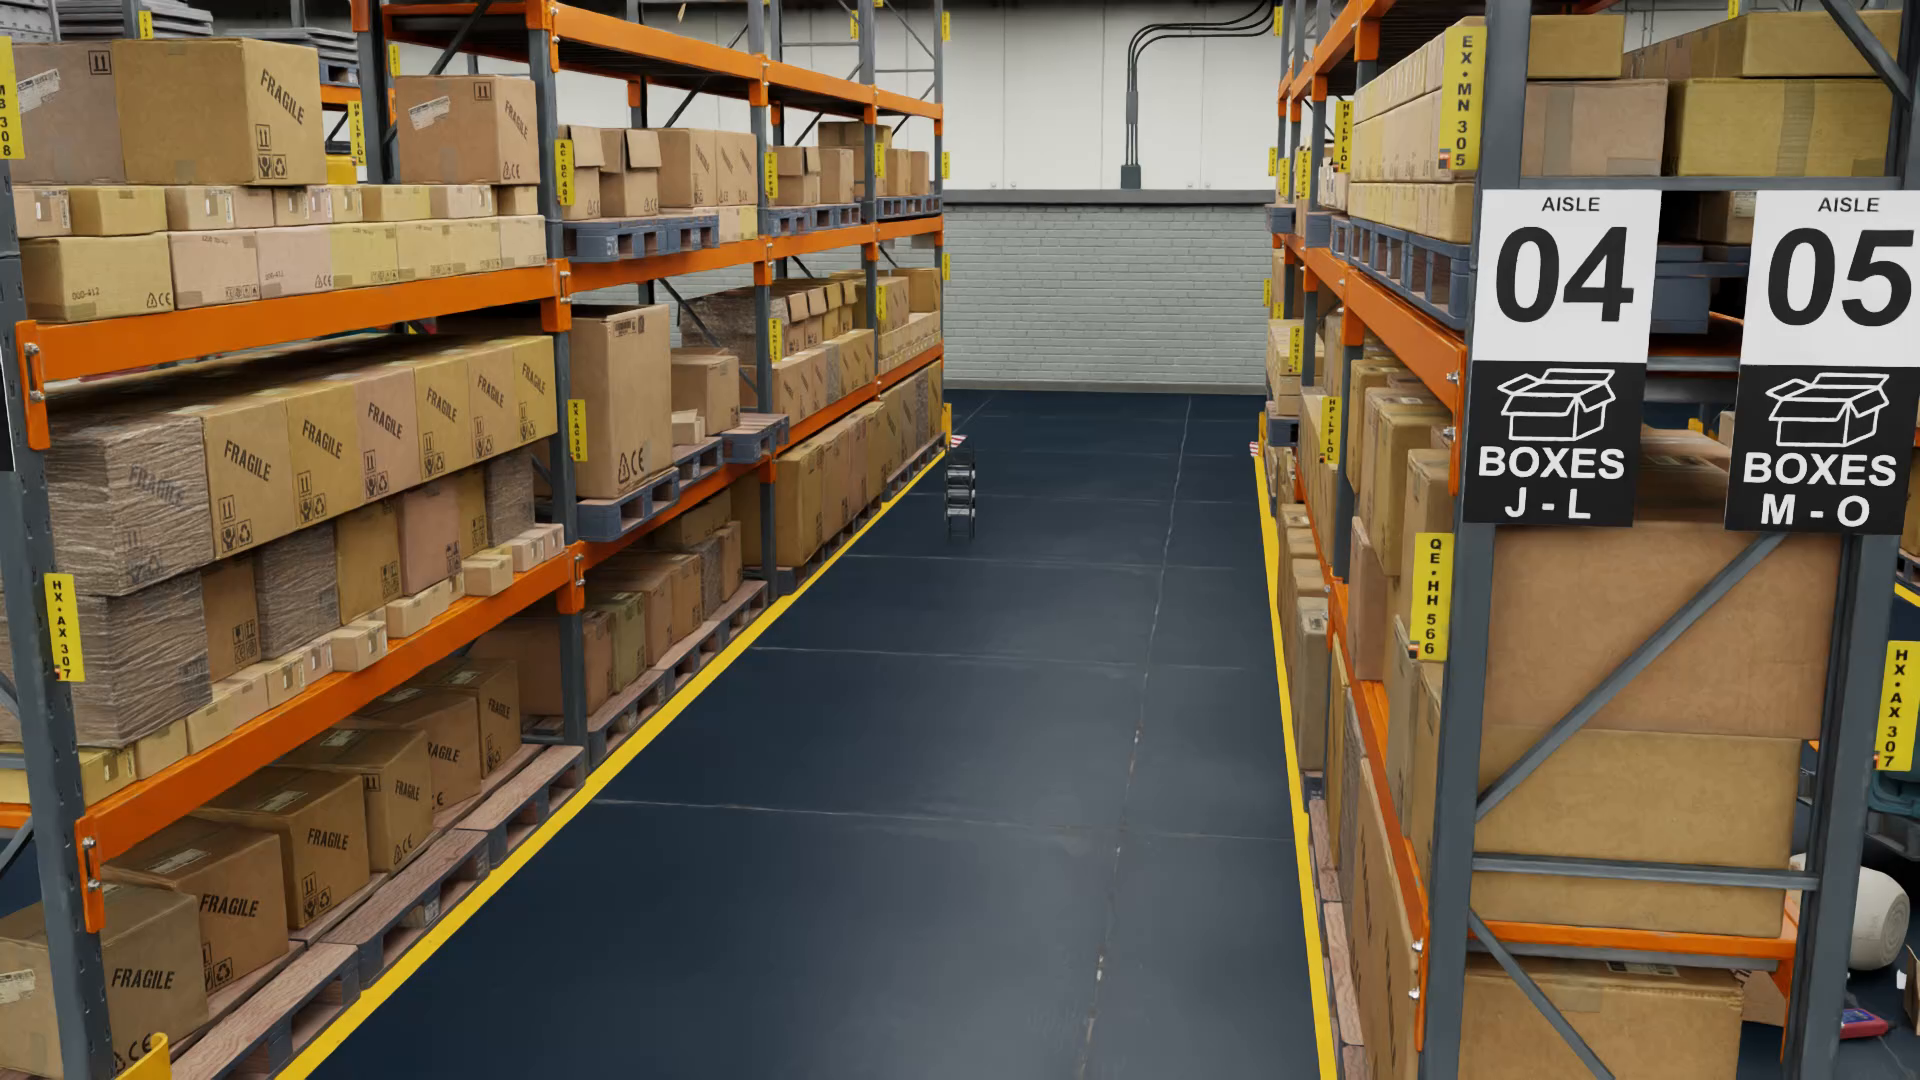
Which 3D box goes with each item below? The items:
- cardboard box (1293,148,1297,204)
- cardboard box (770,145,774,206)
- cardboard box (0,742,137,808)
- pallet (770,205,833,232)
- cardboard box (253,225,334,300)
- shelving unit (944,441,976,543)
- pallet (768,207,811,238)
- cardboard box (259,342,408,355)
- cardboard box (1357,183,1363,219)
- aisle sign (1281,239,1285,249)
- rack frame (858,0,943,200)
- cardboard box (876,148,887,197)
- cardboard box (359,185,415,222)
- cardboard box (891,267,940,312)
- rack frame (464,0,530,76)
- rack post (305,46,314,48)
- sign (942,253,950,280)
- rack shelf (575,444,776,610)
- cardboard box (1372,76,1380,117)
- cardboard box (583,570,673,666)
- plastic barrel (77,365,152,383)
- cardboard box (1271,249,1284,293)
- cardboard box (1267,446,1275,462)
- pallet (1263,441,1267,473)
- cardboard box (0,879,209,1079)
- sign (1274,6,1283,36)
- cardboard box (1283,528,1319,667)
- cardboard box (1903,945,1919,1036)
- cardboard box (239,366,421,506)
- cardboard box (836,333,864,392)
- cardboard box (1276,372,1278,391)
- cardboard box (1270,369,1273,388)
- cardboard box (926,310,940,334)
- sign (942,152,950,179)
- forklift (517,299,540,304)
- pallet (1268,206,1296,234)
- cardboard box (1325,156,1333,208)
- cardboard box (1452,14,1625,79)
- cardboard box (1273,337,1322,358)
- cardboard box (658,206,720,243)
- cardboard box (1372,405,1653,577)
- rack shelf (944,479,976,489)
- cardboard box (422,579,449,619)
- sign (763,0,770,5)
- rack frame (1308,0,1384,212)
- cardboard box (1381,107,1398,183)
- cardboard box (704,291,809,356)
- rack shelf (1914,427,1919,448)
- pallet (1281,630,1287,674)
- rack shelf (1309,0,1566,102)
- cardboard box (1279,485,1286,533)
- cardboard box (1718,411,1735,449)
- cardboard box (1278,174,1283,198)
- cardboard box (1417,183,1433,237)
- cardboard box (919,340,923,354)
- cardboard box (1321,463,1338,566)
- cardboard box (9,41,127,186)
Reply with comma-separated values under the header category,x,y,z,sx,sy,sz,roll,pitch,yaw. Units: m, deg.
category,x,y,z,sx,sy,sz,roll,pitch,yaw
cardboard box,3.395,-3.299,15.082,0.700,0.500,0.500,2,12,9
cardboard box,-1.870,-3.035,13.858,0.500,0.500,0.500,3,12,12
cardboard box,-2.889,0.734,5.320,0.380,0.149,0.250,2,12,9
pallet,-1.723,-2.745,14.196,1.003,0.211,1.213,2,12,11
cardboard box,-2.686,-1.033,6.158,0.500,0.250,0.500,2,12,8
shelving unit,0.001,-0.442,15.163,0.258,0.900,0.210,2,12,9
pallet,-1.892,-2.512,13.116,1.213,0.211,1.003,2,12,11
cardboard box,-2.949,-0.663,7.891,0.500,0.500,0.500,2,12,9
cardboard box,1.862,-1.415,6.939,0.380,0.149,0.250,2,12,9
aisle sign,3.892,-3.782,19.508,0.394,0.787,0.004,2,12,9
rack frame,-0.708,-5.601,19.877,1.000,3.000,0.127,2,12,9
cardboard box,-1.175,-3.881,17.548,0.700,0.500,0.500,3,12,12
cardboard box,-2.516,-1.406,6.945,0.380,0.149,0.250,2,12,11
cardboard box,-0.523,-2.997,19.905,0.500,0.500,0.500,2,12,9
rack frame,-5.602,-5.761,20.622,1.000,3.000,0.127,2,12,9
rack post,-6.403,-4.258,14.837,0.937,0.300,0.954,3,13,15
sign,-0.174,-3.329,20.267,0.100,0.325,0.005,2,12,9
rack shelf,-2.246,-0.235,10.926,1.077,0.370,4.000,2,12,9
cardboard box,1.785,-1.699,6.361,0.380,0.149,0.250,2,12,9
cardboard box,-2.260,0.495,10.723,0.700,0.500,0.500,1,12,4
plastic barrel,-6.605,-1.123,13.018,0.600,0.536,0.708,2,12,9
cardboard box,3.846,-3.084,19.125,0.500,0.500,0.500,2,12,8
cardboard box,3.573,-0.935,18.239,0.380,0.149,0.250,1,12,6
pallet,4.006,-0.939,19.107,1.003,0.211,1.213,2,12,9
cardboard box,-3.056,1.550,5.874,0.500,0.500,0.500,4,13,19
sign,3.641,-5.932,19.009,0.100,0.325,0.005,2,12,9
cardboard box,2.633,0.380,10.712,1.050,0.750,0.750,2,12,10
cardboard box,3.887,1.766,6.426,0.396,0.266,0.258,4,13,18
cardboard box,-2.585,-0.438,6.846,0.500,0.500,0.500,2,12,9
cardboard box,-1.208,-1.675,15.665,0.500,0.500,0.500,2,12,10
cardboard box,2.612,-1.222,12.693,0.380,0.149,0.250,2,12,11
cardboard box,2.810,-1.344,13.968,0.380,0.149,0.250,1,12,6
cardboard box,-0.520,-2.630,19.986,0.500,0.250,0.500,2,12,8
sign,-0.174,-4.508,20.013,0.100,0.325,0.005,2,12,9
forklift,-4.252,-1.421,14.886,3.031,2.935,1.130,0,12,-1
pallet,3.205,-2.687,13.923,1.213,0.211,1.003,2,12,9
cardboard box,2.462,-2.143,9.931,0.500,0.311,0.500,2,12,8
cardboard box,1.433,-1.224,4.159,0.380,0.149,0.250,2,12,9
cardboard box,2.770,-1.580,13.649,0.380,0.149,0.250,2,12,11
cardboard box,-1.912,-2.080,11.020,0.500,0.250,0.500,2,12,10
cardboard box,1.979,-0.177,6.031,0.875,0.550,0.500,2,12,9
rack shelf,0.001,-0.497,15.151,0.258,0.077,0.200,2,12,9
cardboard box,-2.537,0.266,7.493,0.380,0.149,0.250,2,12,9
sign,-1.868,-5.325,16.005,0.100,0.325,0.005,2,12,9
rack frame,2.947,-3.753,11.306,1.000,3.000,0.127,2,12,9
cardboard box,1.750,-1.372,5.794,0.500,0.250,0.500,2,12,9
cardboard box,-1.707,-1.829,13.998,0.797,0.503,0.637,2,12,10
rack shelf,8.161,-0.746,13.299,1.077,0.370,4.000,2,12,9
pallet,2.751,0.704,11.482,1.003,0.211,1.213,2,12,9
rack shelf,2.639,-2.790,9.492,1.077,0.370,4.000,2,12,9
cardboard box,2.939,-0.168,13.847,0.500,0.500,0.500,1,12,6
cardboard box,9.081,-1.159,18.592,0.875,0.438,0.875,1,12,7
cardboard box,3.608,-3.722,17.449,0.500,0.250,0.500,1,12,7
cardboard box,1.511,-0.939,4.730,0.380,0.149,0.250,2,12,9
cardboard box,-0.632,-2.194,18.905,0.380,0.149,0.250,2,12,9
cardboard box,2.148,-0.154,8.608,0.500,0.500,0.500,2,12,8
cardboard box,-3.180,-1.573,6.179,0.500,0.500,0.500,2,12,9
